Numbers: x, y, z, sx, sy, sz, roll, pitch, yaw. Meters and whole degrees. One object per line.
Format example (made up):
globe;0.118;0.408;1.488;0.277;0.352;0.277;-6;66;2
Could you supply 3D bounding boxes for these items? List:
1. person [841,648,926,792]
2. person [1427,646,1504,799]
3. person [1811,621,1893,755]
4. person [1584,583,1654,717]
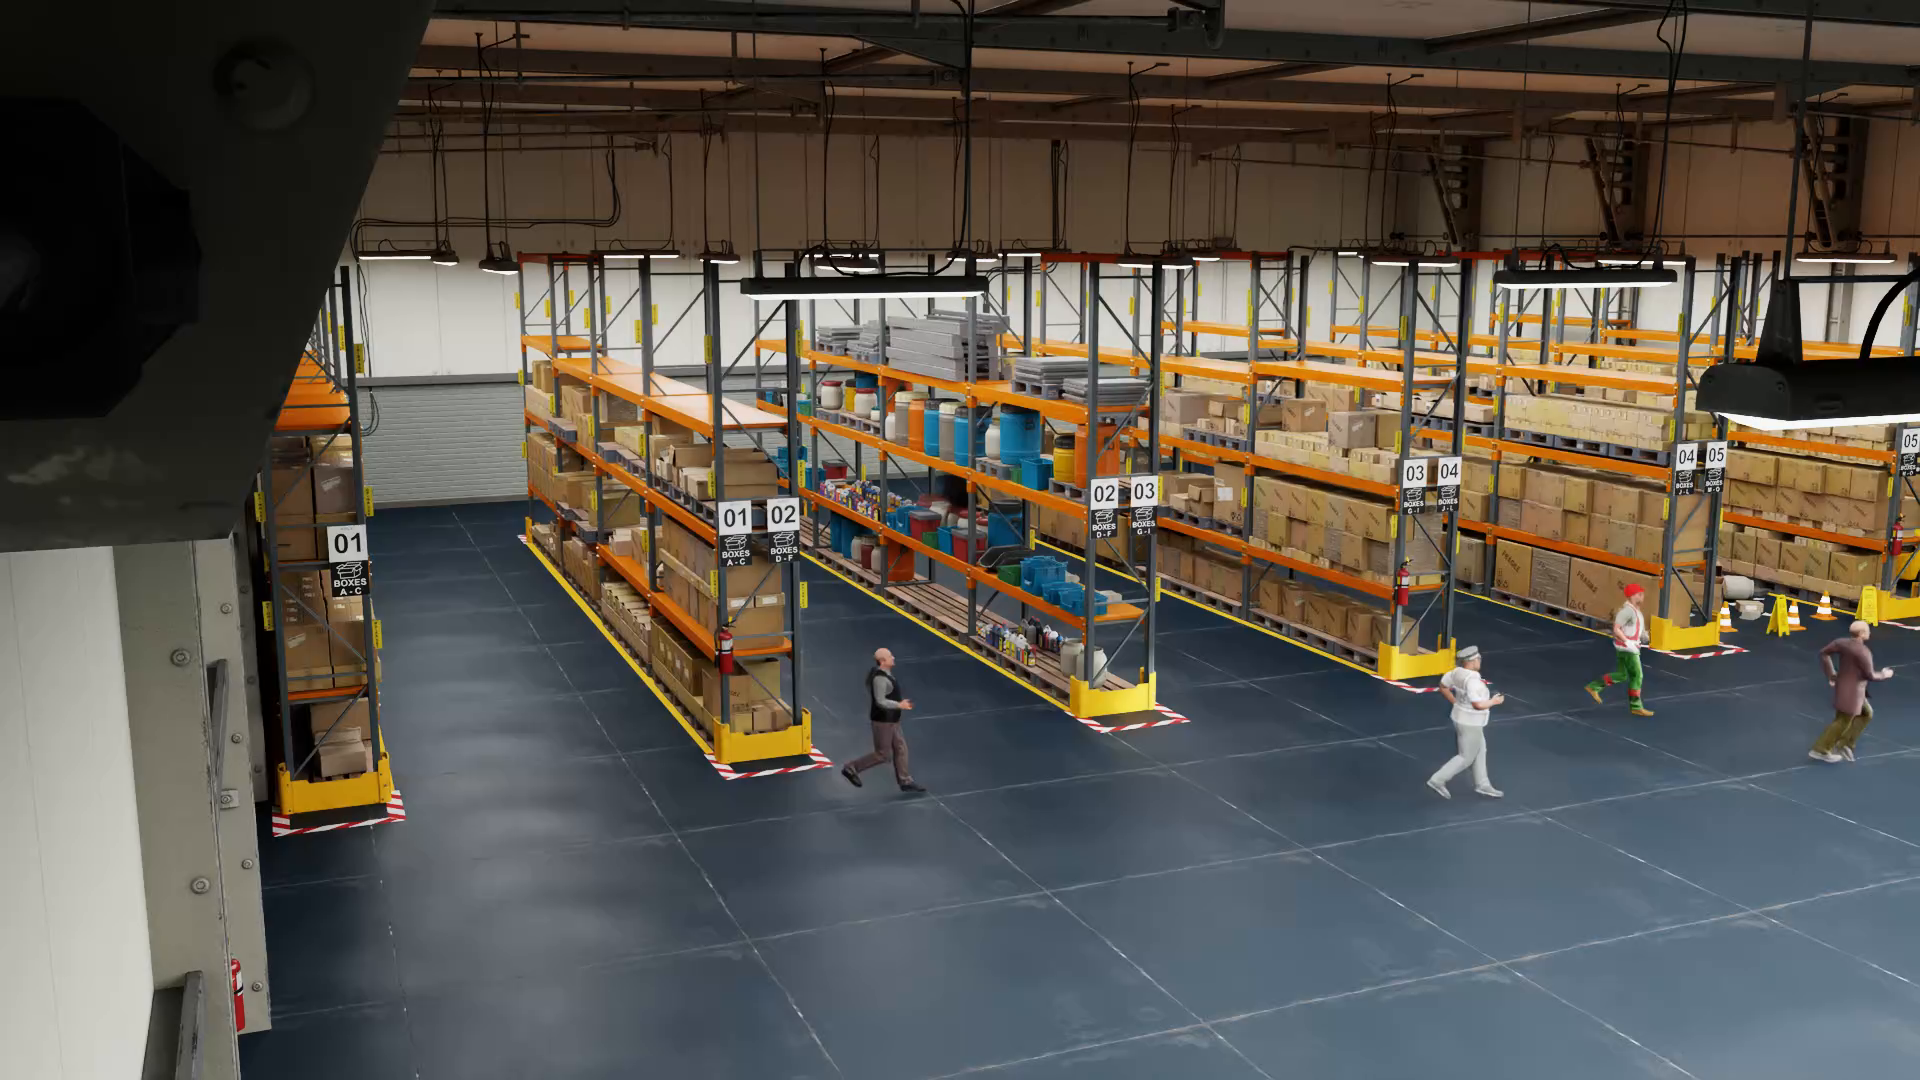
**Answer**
person;-0.871;2.066;18.938;0.965;1.708;0.674;0;10;2
person;5.750;2.058;18.713;0.885;1.773;0.664;0;10;-1
person;10.756;1.778;20.020;0.852;1.656;0.668;1;10;7
person;8.827;1.437;22.142;0.894;1.778;0.653;5;11;24
